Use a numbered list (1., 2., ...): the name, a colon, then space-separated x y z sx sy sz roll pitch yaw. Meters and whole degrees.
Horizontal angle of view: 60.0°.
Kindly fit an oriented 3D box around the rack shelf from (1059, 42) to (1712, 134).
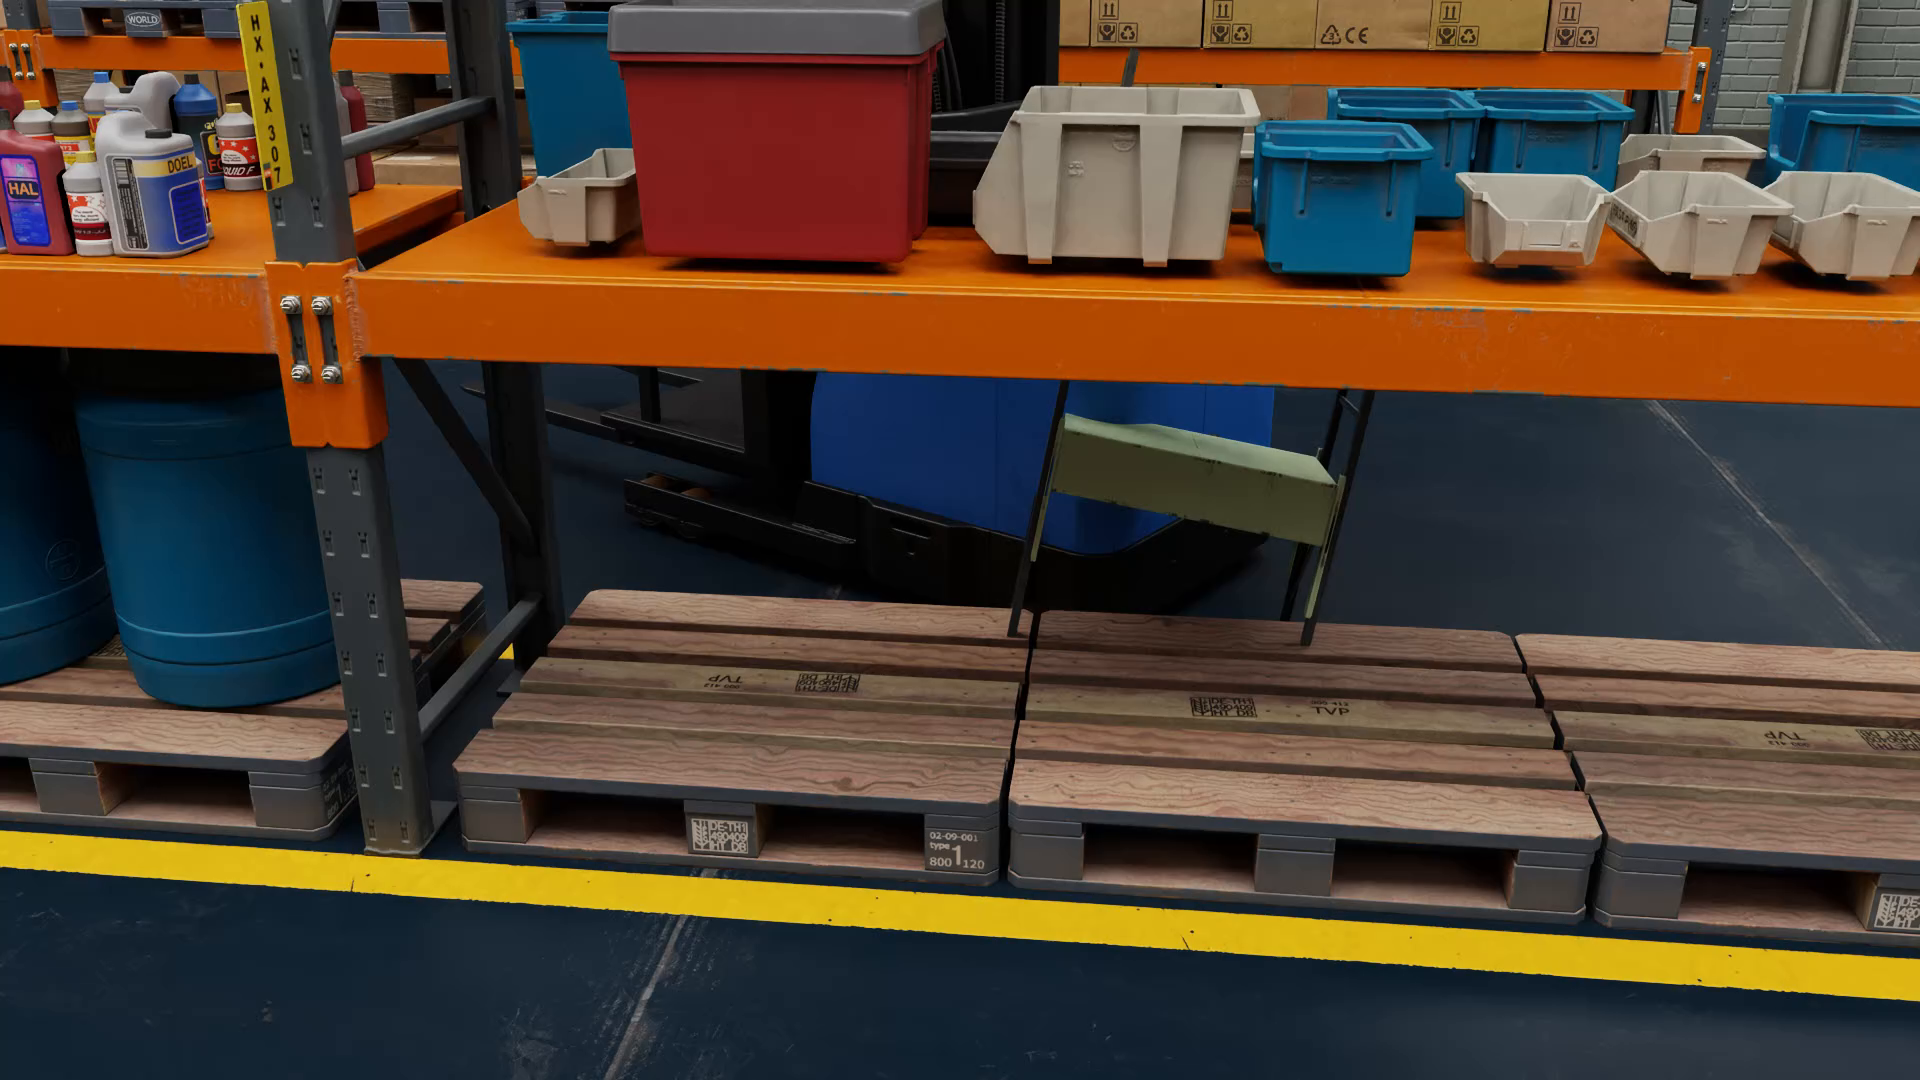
1. rack shelf: 1.379 -2.264 8.065 4.000 0.370 1.077 2 22 6

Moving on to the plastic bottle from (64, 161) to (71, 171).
1. plastic bottle: -1.867 -0.706 3.417 0.097 0.201 0.097 0 22 0

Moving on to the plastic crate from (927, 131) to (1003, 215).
1. plastic crate: -0.051 -0.826 3.743 0.590 0.125 0.437 2 22 6

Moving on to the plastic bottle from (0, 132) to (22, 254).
1. plastic bottle: -1.986 -0.734 3.385 0.135 0.276 0.152 2 22 6

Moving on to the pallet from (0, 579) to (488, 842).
1. pallet: -1.955 0.371 4.213 1.213 0.211 1.003 2 22 6

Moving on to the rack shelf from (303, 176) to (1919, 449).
1. rack shelf: 0.792 -0.456 3.491 4.000 0.370 1.077 2 22 6

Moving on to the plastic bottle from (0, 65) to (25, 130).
1. plastic bottle: -2.390 -1.033 4.130 0.133 0.283 0.061 2 22 6

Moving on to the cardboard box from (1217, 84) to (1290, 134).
1. cardboard box: 2.241 -3.390 12.765 0.500 0.500 0.700 2 22 5

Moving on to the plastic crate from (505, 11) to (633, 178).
1. plastic crate: -0.690 -1.002 3.833 0.575 0.384 0.392 2 22 6

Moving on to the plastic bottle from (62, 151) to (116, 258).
1. plastic bottle: -1.742 -0.678 3.346 0.097 0.201 0.097 0 22 0

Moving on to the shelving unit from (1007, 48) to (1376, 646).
1. shelving unit: 0.641 -0.408 4.263 0.755 1.500 0.431 12 13 2

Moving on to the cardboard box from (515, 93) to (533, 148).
1. cardboard box: -2.052 -2.229 8.780 0.500 0.250 0.500 3 22 6

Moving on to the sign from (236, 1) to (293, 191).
1. sign: -1.260 -0.805 3.019 0.005 0.325 0.100 2 22 6

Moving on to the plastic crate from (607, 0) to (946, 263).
1. plastic crate: -0.337 -0.804 3.225 0.583 0.464 0.402 2 22 6

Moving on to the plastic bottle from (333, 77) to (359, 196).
1. plastic bottle: -1.545 -0.989 3.929 0.185 0.351 0.144 2 22 6

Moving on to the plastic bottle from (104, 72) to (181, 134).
1. plastic bottle: -1.972 -0.994 4.043 0.135 0.276 0.152 2 22 6

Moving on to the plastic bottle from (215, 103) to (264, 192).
1. plastic bottle: -1.757 -0.960 4.059 0.097 0.201 0.097 0 22 0

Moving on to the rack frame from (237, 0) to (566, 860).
1. rack frame: -1.194 -0.877 3.578 0.127 3.000 1.000 2 22 6

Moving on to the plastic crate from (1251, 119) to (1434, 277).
1. plastic crate: 0.709 -0.649 3.147 0.300 0.233 0.416 2 22 6

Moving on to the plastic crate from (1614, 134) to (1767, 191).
1. plastic crate: 1.589 -0.813 3.694 0.298 0.136 0.250 2 22 6

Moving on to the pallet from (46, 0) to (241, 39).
1. pallet: -3.898 -2.765 8.615 1.003 0.211 1.213 2 22 6

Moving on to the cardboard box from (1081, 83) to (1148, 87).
1. cardboard box: 1.201 -3.434 12.874 0.500 0.500 0.700 2 22 6

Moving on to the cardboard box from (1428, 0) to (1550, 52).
1. cardboard box: 2.373 -2.500 7.547 0.500 0.500 0.500 3 22 7

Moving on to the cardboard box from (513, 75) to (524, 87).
1. cardboard box: -3.285 -3.783 13.281 0.750 0.750 0.750 2 22 6

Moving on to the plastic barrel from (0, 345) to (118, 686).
1. plastic barrel: -2.435 -0.157 4.039 0.708 0.901 0.600 2 22 6

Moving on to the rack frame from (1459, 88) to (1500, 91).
1. rack frame: 3.944 -4.321 12.289 0.127 3.000 1.000 2 22 6

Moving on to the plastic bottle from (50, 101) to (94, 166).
1. plastic bottle: -2.181 -0.979 4.105 0.097 0.201 0.097 0 22 0

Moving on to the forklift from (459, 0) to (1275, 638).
1. forklift: -0.500 -1.503 5.256 3.031 2.935 1.130 16 26 34

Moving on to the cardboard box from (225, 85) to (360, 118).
1. cardboard box: -3.567 -2.293 8.942 0.500 0.250 0.500 3 22 8

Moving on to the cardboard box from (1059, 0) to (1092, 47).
1. cardboard box: 0.376 -2.589 7.773 0.500 0.500 0.500 3 22 7

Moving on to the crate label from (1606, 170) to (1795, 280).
1. crate label: 1.382 -0.599 3.152 0.243 0.136 0.396 2 22 6

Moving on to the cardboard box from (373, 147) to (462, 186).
1. cardboard box: -2.624 -1.711 8.490 0.500 0.500 0.500 2 22 4

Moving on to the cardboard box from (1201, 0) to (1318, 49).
1. cardboard box: 1.377 -2.545 7.662 0.500 0.500 0.500 2 22 6

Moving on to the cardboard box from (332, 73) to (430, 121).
1. cardboard box: -4.721 -3.721 13.574 0.500 0.500 0.700 3 22 7

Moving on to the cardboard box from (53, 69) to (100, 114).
1. cardboard box: -7.239 -3.856 13.916 0.500 0.500 0.700 3 22 8

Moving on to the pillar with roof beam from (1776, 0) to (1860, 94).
1. pillar with roof beam: 6.221 -5.738 7.714 0.400 9.000 9.100 2 22 6

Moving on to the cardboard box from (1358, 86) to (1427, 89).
1. cardboard box: 3.237 -3.347 12.656 0.500 0.500 0.700 2 22 6

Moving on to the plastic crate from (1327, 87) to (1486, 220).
1. plastic crate: 0.966 -0.855 3.668 0.300 0.233 0.416 2 22 6

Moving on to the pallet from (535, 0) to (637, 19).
1. pallet: -1.388 -2.670 8.375 1.213 0.211 1.003 2 22 6

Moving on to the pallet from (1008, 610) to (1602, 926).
1. pallet: 0.756 0.490 3.914 1.213 0.211 1.003 2 22 6

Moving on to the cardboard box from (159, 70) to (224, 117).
1. cardboard box: -6.219 -3.815 13.812 0.500 0.500 0.700 3 22 7

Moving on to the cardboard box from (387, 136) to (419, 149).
1. cardboard box: -3.109 -1.923 9.025 0.500 0.500 0.500 2 22 4

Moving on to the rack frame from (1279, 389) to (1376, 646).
1. rack frame: 0.999 -0.334 4.253 0.023 1.500 0.400 12 13 2

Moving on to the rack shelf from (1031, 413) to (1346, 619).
1. rack shelf: 0.579 -0.097 4.338 0.720 0.370 0.431 12 13 2

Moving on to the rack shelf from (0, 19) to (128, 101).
1. rack shelf: -6.566 -2.610 8.940 4.000 0.370 1.077 2 22 6
